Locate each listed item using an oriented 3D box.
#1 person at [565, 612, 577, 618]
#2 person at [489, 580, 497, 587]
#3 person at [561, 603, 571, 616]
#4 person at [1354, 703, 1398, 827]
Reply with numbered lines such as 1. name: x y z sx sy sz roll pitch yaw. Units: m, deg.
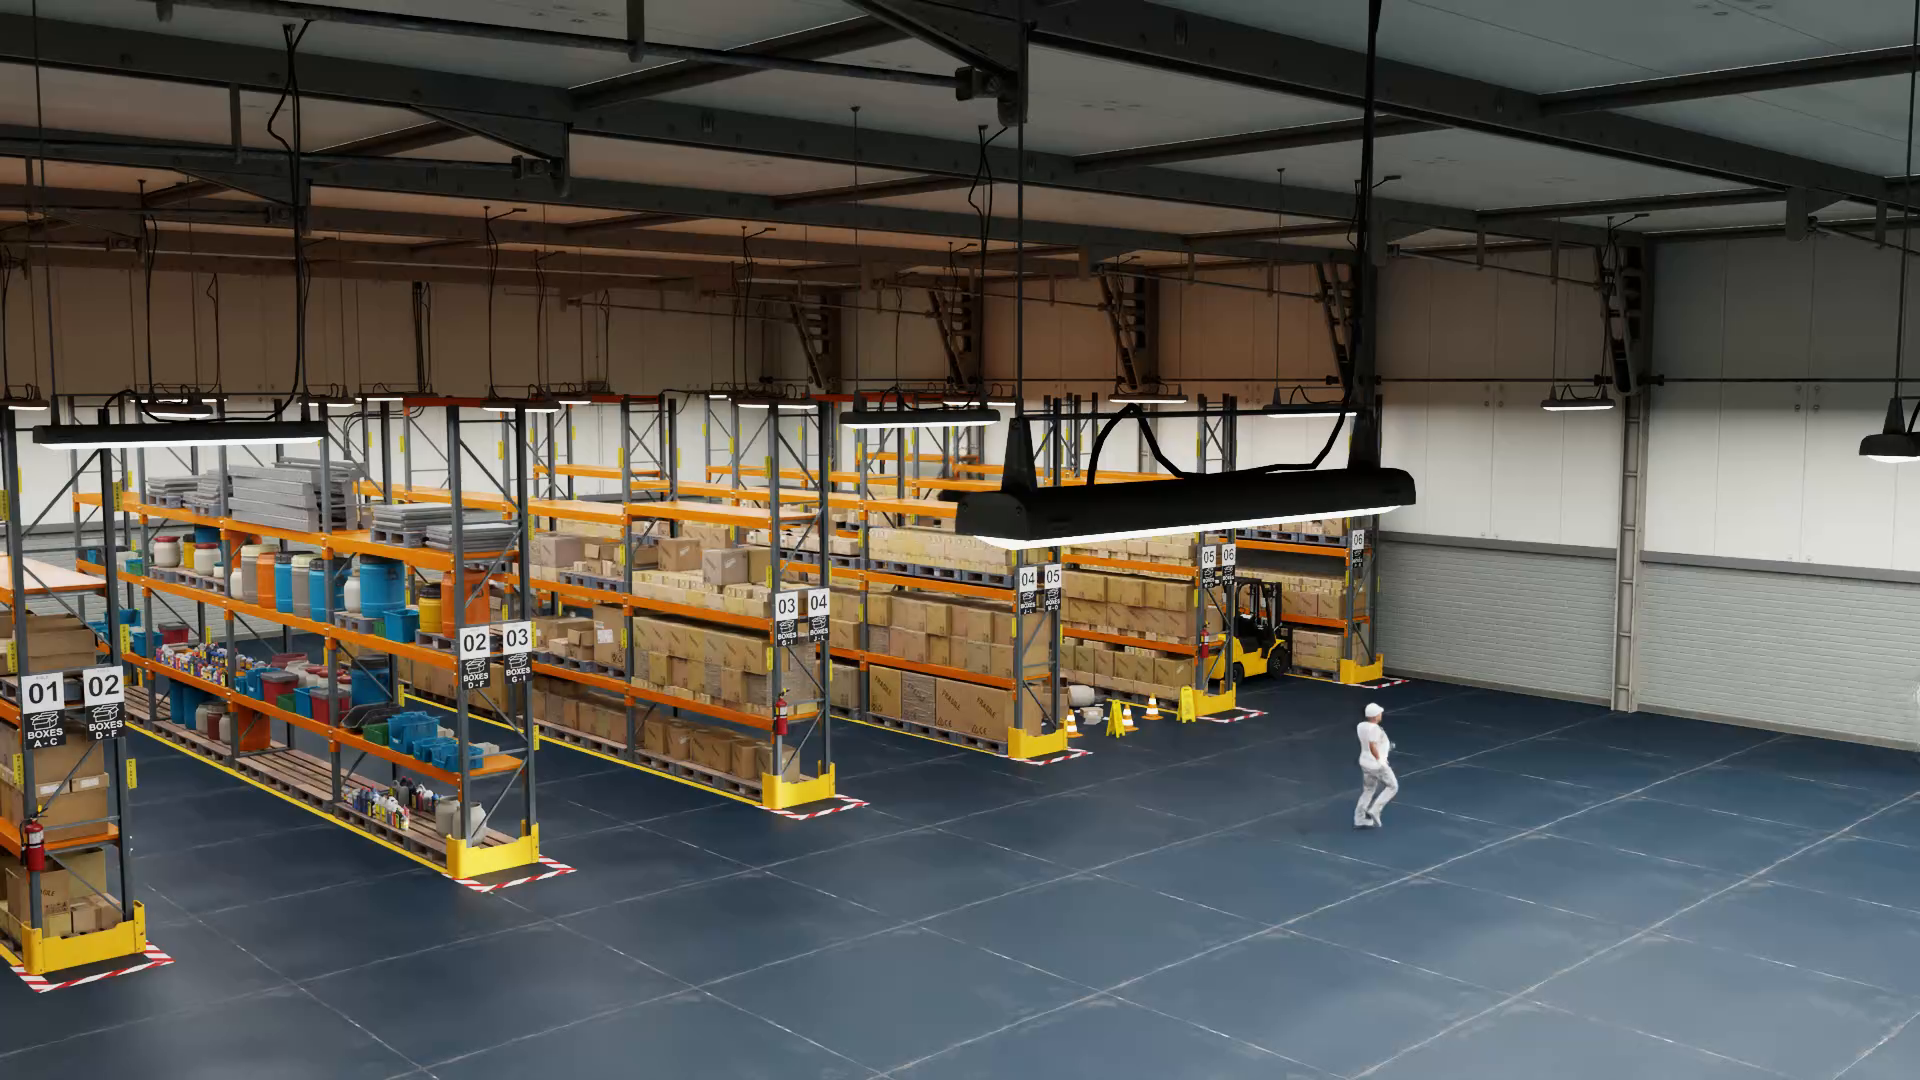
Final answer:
1. person: -7.763 2.266 33.334 0.865 1.670 0.624 5 8 44
2. person: -10.940 1.774 38.518 0.797 1.750 0.832 -2 6 -19
3. person: -9.784 1.525 41.385 0.652 1.651 0.552 -5 7 -42
4. person: 5.894 3.171 23.480 0.657 1.744 0.662 -2 6 -21
